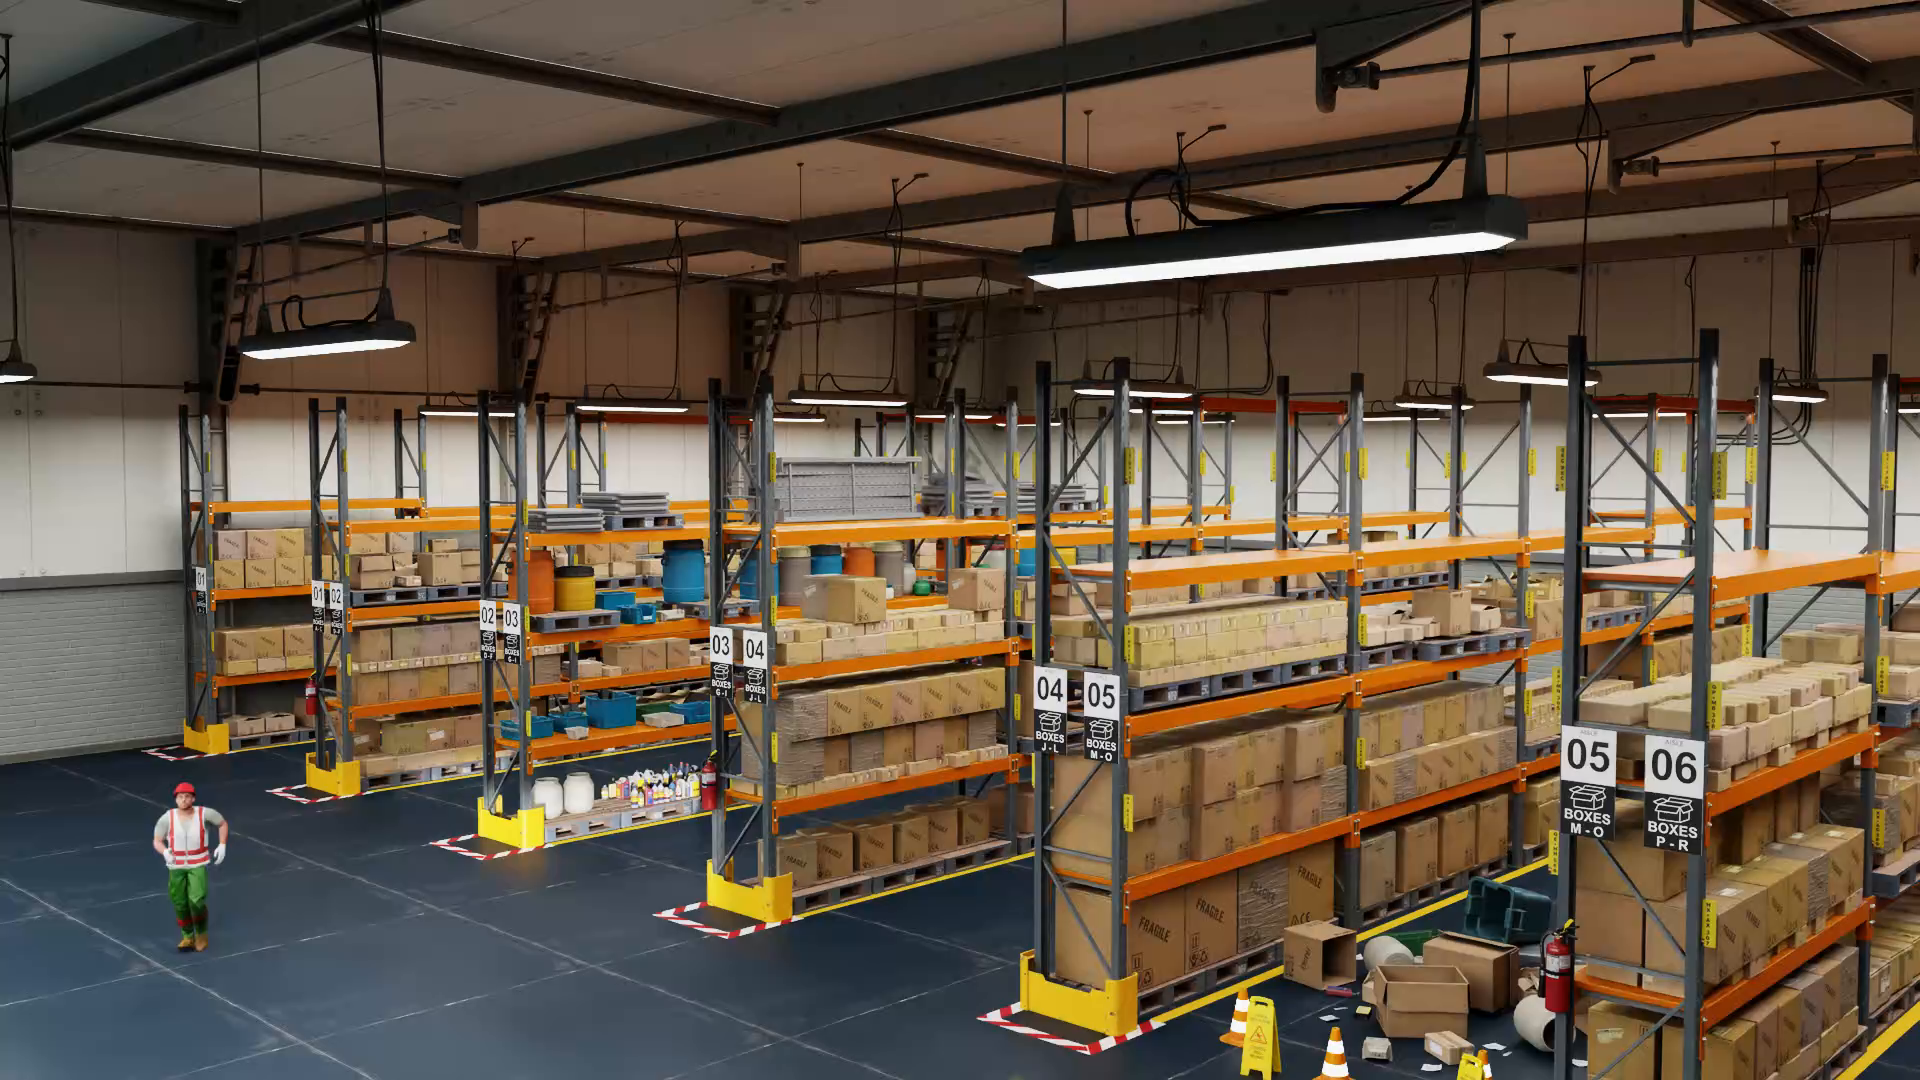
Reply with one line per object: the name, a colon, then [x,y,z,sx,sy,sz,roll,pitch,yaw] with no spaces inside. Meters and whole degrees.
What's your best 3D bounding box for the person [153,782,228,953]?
person: [-7.921,3.381,17.101,0.686,1.785,0.673,-1,3,-18]
